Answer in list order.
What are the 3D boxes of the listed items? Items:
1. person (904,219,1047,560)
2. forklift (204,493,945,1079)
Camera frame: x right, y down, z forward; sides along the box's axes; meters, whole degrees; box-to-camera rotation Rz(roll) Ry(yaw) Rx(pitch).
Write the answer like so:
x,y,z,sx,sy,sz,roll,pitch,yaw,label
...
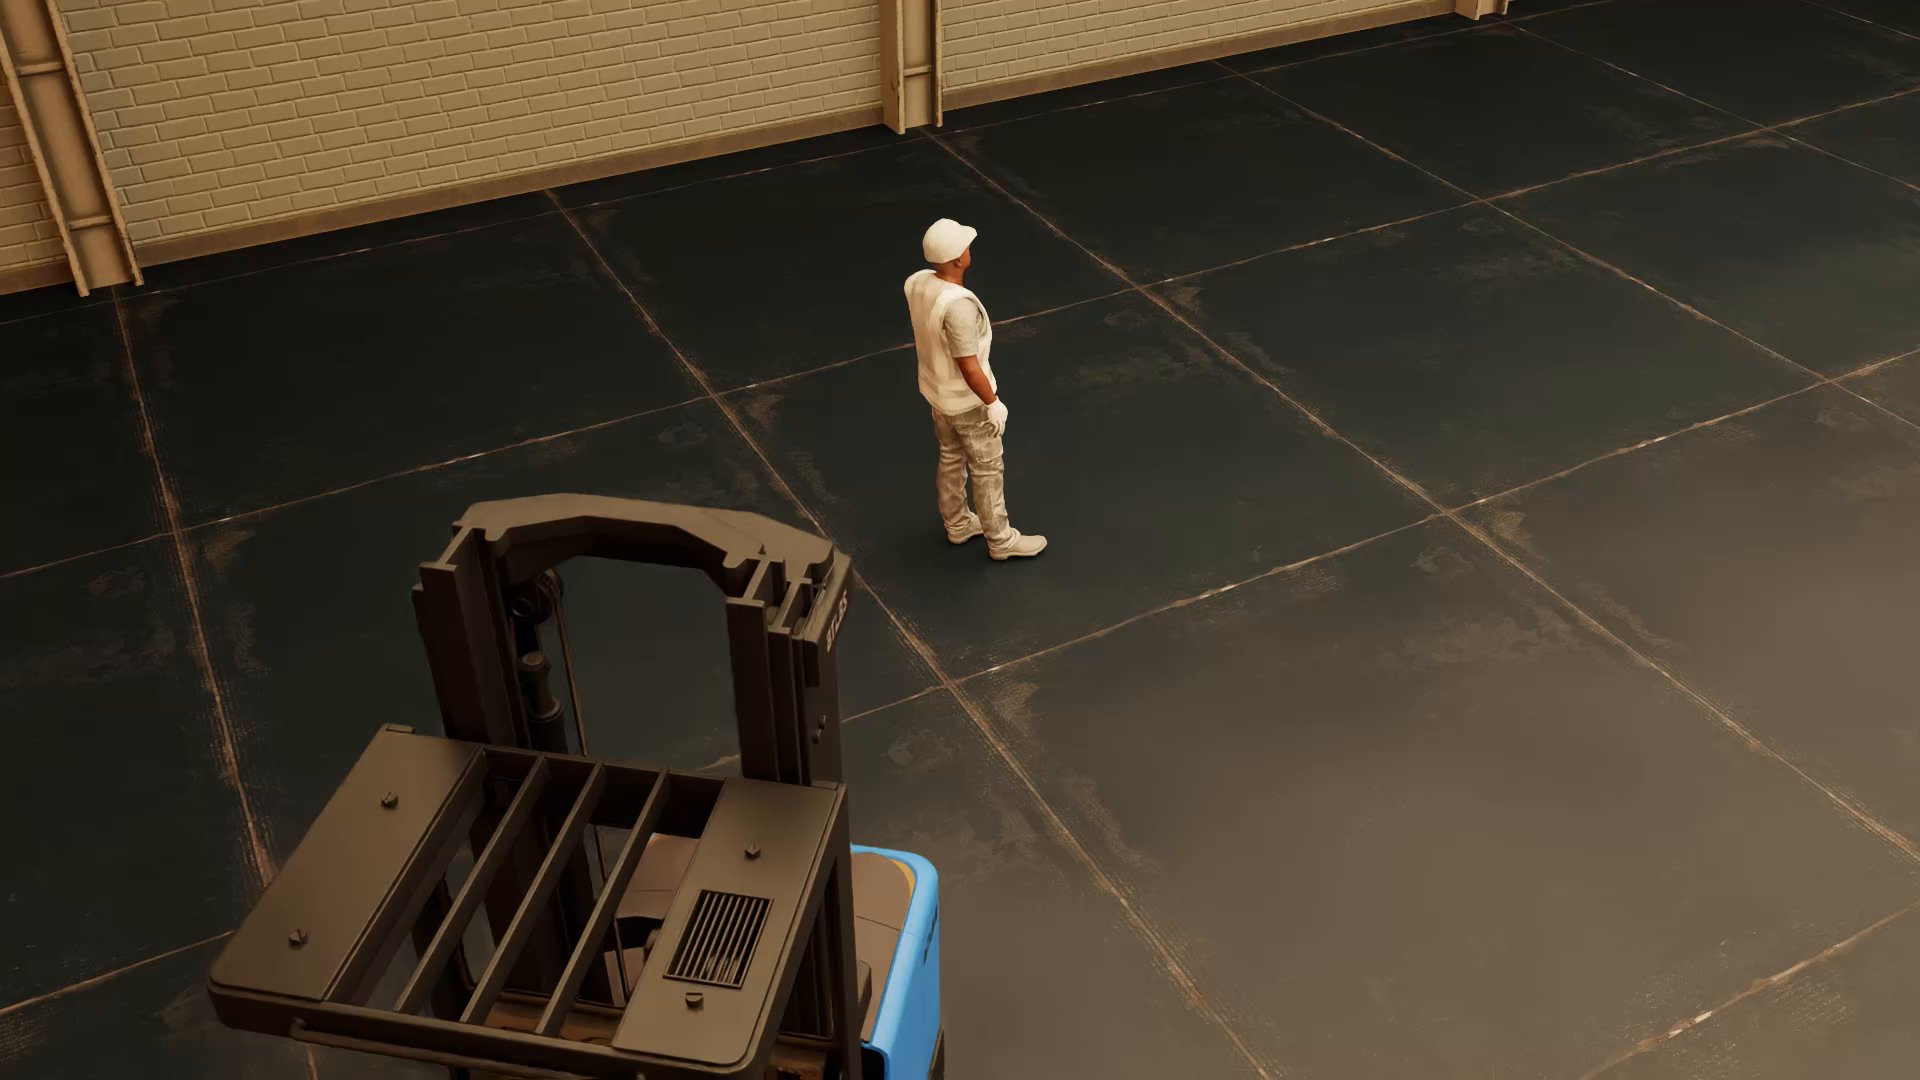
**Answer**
x,y,z,sx,sy,sz,roll,pitch,yaw,label
0.068,-0.749,8.165,0.575,1.785,0.657,-17,39,-23,person
-0.833,1.482,4.026,1.130,2.935,3.031,6,36,9,forklift
